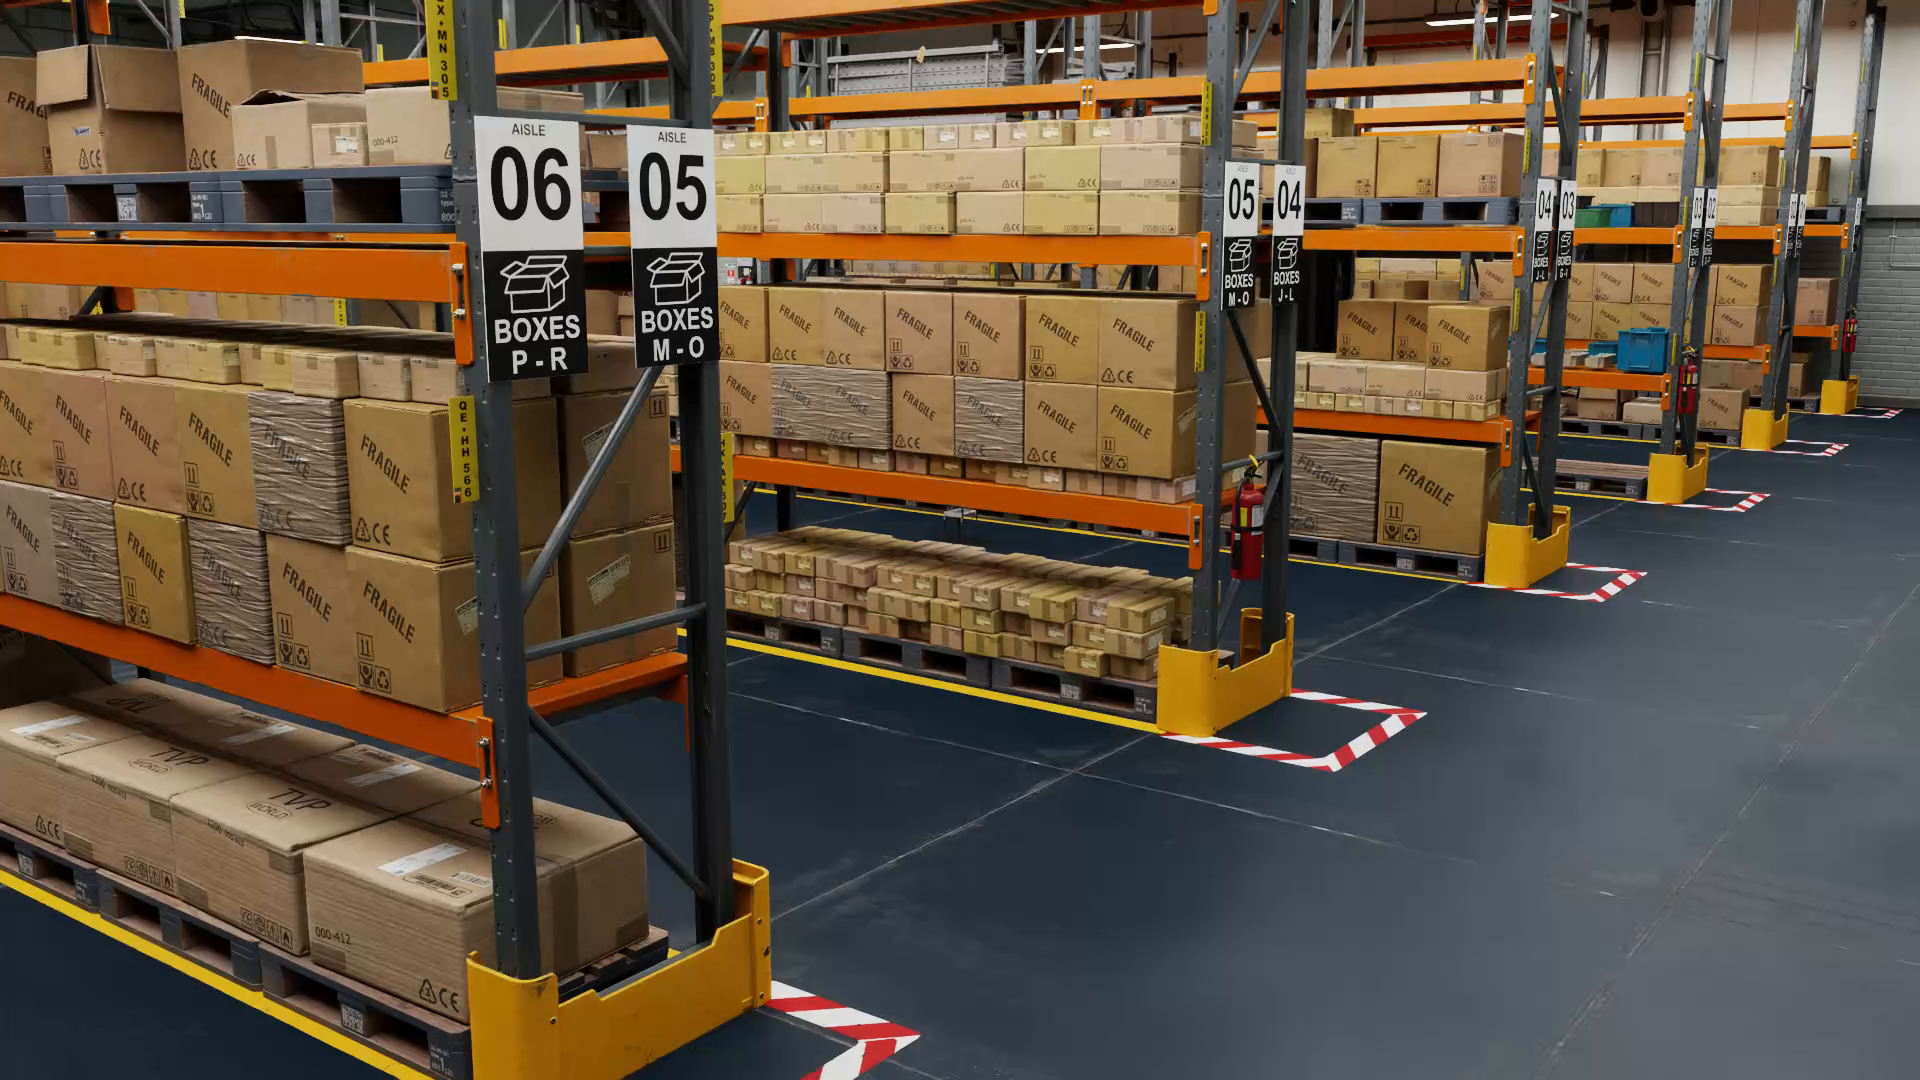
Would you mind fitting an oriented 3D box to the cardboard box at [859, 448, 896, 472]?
[{"bbox_3d":[-0.442,-0.548,10.847,0.250,0.149,0.380,9,14,38],"label":"cardboard box"}]

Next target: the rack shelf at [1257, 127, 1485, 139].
[{"bbox_3d":[5.705,-5.779,24.376,4.000,0.370,1.077,8,13,36],"label":"rack shelf"}]

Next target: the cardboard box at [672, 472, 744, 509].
[{"bbox_3d":[-2.006,-0.365,12.738,0.500,0.250,0.500,7,13,33],"label":"cardboard box"}]

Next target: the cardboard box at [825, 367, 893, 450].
[{"bbox_3d":[-0.529,-0.878,10.846,0.500,0.500,0.500,8,13,34],"label":"cardboard box"}]

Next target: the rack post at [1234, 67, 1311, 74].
[{"bbox_3d":[3.722,-5.408,19.711,0.954,0.300,0.937,8,13,34],"label":"rack post"}]

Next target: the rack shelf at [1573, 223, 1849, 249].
[{"bbox_3d":[11.858,-4.812,26.220,4.000,0.370,1.077,8,13,36],"label":"rack shelf"}]

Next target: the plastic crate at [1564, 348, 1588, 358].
[{"bbox_3d":[6.846,-2.054,18.504,0.298,0.136,0.250,8,13,36],"label":"plastic crate"}]

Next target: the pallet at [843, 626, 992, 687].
[{"bbox_3d":[-0.017,0.682,11.168,1.213,0.211,1.003,8,13,36],"label":"pallet"}]

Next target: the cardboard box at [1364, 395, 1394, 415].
[{"bbox_3d":[3.579,-1.144,13.929,0.250,0.149,0.380,8,14,37],"label":"cardboard box"}]

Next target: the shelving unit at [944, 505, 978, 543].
[{"bbox_3d":[0.007,-0.441,15.160,0.210,0.900,0.258,8,13,36],"label":"shelving unit"}]

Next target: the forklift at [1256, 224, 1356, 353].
[{"bbox_3d":[3.199,-1.865,17.176,3.031,2.935,1.130,10,15,42],"label":"forklift"}]

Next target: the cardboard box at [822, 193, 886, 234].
[{"bbox_3d":[-0.532,-2.084,10.623,0.500,0.250,0.500,9,14,38],"label":"cardboard box"}]

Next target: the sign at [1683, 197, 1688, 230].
[{"bbox_3d":[7.294,-3.286,16.715,0.005,0.325,0.100,8,13,36],"label":"sign"}]

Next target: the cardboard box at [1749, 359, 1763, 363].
[{"bbox_3d":[12.429,-2.843,25.816,0.250,0.149,0.380,8,14,37],"label":"cardboard box"}]

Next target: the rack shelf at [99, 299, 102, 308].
[{"bbox_3d":[-6.027,-1.469,8.943,4.000,0.370,1.077,8,13,36],"label":"rack shelf"}]

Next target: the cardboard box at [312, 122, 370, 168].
[{"bbox_3d":[-1.992,-1.351,5.733,0.250,0.149,0.380,7,13,31],"label":"cardboard box"}]

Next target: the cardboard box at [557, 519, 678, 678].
[{"bbox_3d":[-1.408,0.178,6.170,0.500,0.500,0.500,8,13,35],"label":"cardboard box"}]

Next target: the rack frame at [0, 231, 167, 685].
[{"bbox_3d":[-4.415,-0.125,7.998,0.127,3.000,1.000,8,13,36],"label":"rack frame"}]

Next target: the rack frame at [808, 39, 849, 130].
[{"bbox_3d":[-2.355,-7.453,30.081,0.127,3.000,1.000,8,13,36],"label":"rack frame"}]

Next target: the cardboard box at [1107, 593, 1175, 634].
[{"bbox_3d":[1.081,0.436,9.931,0.250,0.149,0.380,8,14,36],"label":"cardboard box"}]

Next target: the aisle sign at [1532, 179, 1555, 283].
[{"bbox_3d":[4.555,-2.415,12.989,0.004,0.787,0.394,8,13,36],"label":"aisle sign"}]

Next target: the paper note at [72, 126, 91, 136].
[{"bbox_3d":[-3.229,-1.503,6.108,0.123,0.032,0.006,8,14,36],"label":"paper note"}]

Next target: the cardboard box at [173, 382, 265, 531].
[{"bbox_3d":[-2.556,-0.343,6.231,0.500,0.500,0.500,8,13,35],"label":"cardboard box"}]

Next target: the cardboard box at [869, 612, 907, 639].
[{"bbox_3d":[-0.394,0.529,11.017,0.250,0.149,0.380,8,13,34],"label":"cardboard box"}]

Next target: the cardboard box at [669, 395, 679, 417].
[{"bbox_3d":[-2.004,-0.991,12.032,0.250,0.149,0.380,8,13,34],"label":"cardboard box"}]

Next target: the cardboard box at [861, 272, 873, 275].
[{"bbox_3d":[-1.549,-4.711,29.735,0.250,0.149,0.380,8,13,35],"label":"cardboard box"}]

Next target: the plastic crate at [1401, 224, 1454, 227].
[{"bbox_3d":[5.221,-3.627,18.548,0.590,0.269,0.497,8,13,36],"label":"plastic crate"}]

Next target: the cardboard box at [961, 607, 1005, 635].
[{"bbox_3d":[0.218,0.473,10.524,0.250,0.149,0.380,8,14,36],"label":"cardboard box"}]

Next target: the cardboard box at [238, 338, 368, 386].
[{"bbox_3d":[-2.423,-0.659,6.156,0.250,0.149,0.380,8,13,35],"label":"cardboard box"}]

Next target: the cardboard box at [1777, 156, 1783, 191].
[{"bbox_3d":[12.322,-5.588,25.392,0.500,0.500,0.500,8,14,37],"label":"cardboard box"}]

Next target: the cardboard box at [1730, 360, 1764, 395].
[{"bbox_3d":[12.444,-2.566,26.090,0.500,0.500,0.700,8,13,35],"label":"cardboard box"}]

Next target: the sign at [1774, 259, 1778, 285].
[{"bbox_3d":[10.197,-3.349,20.785,0.005,0.325,0.100,8,13,36],"label":"sign"}]

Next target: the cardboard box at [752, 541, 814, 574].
[{"bbox_3d":[-1.225,0.118,11.577,0.250,0.149,0.380,9,14,38],"label":"cardboard box"}]

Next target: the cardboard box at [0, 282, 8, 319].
[{"bbox_3d":[-10.094,-2.668,17.905,0.550,0.550,0.875,8,13,36],"label":"cardboard box"}]

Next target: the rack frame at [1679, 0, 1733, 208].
[{"bbox_3d":[7.606,-4.896,16.865,0.127,3.000,1.000,8,13,36],"label":"rack frame"}]

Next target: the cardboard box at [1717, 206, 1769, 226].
[{"bbox_3d":[9.971,-4.125,21.172,0.500,0.250,0.500,8,13,36],"label":"cardboard box"}]

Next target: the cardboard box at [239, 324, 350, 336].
[{"bbox_3d":[-2.779,-0.819,6.981,0.250,0.149,0.380,8,14,36],"label":"cardboard box"}]

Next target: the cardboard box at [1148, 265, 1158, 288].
[{"bbox_3d":[3.543,-5.205,32.628,0.500,0.500,0.500,8,13,34],"label":"cardboard box"}]

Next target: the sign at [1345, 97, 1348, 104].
[{"bbox_3d":[6.709,-7.725,28.822,0.005,0.325,0.100,8,13,36],"label":"sign"}]

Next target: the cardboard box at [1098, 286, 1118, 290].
[{"bbox_3d":[2.307,-3.902,27.260,0.500,0.500,0.500,8,14,36],"label":"cardboard box"}]

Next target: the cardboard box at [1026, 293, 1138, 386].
[{"bbox_3d":[0.733,-1.201,9.880,0.500,0.500,0.500,7,13,34],"label":"cardboard box"}]

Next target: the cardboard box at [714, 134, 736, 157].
[{"bbox_3d":[-1.476,-2.664,11.257,0.250,0.149,0.380,8,13,34],"label":"cardboard box"}]

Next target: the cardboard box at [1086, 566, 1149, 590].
[{"bbox_3d":[1.016,0.286,10.710,0.250,0.149,0.380,8,13,35],"label":"cardboard box"}]

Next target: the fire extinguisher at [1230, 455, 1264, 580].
[{"bbox_3d":[1.587,-0.124,9.180,0.183,0.674,0.296,8,13,36],"label":"fire extinguisher"}]

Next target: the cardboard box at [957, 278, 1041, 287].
[{"bbox_3d":[0.385,-2.333,16.508,0.637,0.503,0.797,8,14,36],"label":"cardboard box"}]

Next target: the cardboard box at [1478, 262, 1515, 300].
[{"bbox_3d":[7.531,-3.602,23.076,0.500,0.500,0.500,8,14,37],"label":"cardboard box"}]

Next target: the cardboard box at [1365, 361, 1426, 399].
[{"bbox_3d":[3.719,-1.336,13.868,0.500,0.250,0.500,8,13,35],"label":"cardboard box"}]

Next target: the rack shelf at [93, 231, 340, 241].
[{"bbox_3d":[-6.403,-2.688,15.244,4.000,0.370,1.077,8,13,36],"label":"rack shelf"}]

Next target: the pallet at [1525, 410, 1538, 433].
[{"bbox_3d":[7.870,-1.712,23.542,1.213,0.211,1.003,8,13,36],"label":"pallet"}]

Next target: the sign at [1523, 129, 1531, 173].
[{"bbox_3d":[4.342,-2.979,12.733,0.005,0.325,0.100,8,13,36],"label":"sign"}]

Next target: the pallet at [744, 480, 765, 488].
[{"bbox_3d":[-2.402,-0.811,18.885,1.213,0.211,1.003,8,13,36],"label":"pallet"}]

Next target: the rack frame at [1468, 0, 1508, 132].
[{"bbox_3d":[7.317,-6.103,23.107,0.127,3.000,1.000,8,13,36],"label":"rack frame"}]

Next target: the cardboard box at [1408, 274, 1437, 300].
[{"bbox_3d":[8.078,-4.361,28.798,0.500,0.500,0.500,8,13,35],"label":"cardboard box"}]

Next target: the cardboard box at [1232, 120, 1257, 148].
[{"bbox_3d":[1.531,-2.356,9.662,0.250,0.149,0.380,8,13,35],"label":"cardboard box"}]

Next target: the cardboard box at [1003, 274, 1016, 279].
[{"bbox_3d":[0.767,-4.485,28.564,0.250,0.149,0.380,8,13,35],"label":"cardboard box"}]
